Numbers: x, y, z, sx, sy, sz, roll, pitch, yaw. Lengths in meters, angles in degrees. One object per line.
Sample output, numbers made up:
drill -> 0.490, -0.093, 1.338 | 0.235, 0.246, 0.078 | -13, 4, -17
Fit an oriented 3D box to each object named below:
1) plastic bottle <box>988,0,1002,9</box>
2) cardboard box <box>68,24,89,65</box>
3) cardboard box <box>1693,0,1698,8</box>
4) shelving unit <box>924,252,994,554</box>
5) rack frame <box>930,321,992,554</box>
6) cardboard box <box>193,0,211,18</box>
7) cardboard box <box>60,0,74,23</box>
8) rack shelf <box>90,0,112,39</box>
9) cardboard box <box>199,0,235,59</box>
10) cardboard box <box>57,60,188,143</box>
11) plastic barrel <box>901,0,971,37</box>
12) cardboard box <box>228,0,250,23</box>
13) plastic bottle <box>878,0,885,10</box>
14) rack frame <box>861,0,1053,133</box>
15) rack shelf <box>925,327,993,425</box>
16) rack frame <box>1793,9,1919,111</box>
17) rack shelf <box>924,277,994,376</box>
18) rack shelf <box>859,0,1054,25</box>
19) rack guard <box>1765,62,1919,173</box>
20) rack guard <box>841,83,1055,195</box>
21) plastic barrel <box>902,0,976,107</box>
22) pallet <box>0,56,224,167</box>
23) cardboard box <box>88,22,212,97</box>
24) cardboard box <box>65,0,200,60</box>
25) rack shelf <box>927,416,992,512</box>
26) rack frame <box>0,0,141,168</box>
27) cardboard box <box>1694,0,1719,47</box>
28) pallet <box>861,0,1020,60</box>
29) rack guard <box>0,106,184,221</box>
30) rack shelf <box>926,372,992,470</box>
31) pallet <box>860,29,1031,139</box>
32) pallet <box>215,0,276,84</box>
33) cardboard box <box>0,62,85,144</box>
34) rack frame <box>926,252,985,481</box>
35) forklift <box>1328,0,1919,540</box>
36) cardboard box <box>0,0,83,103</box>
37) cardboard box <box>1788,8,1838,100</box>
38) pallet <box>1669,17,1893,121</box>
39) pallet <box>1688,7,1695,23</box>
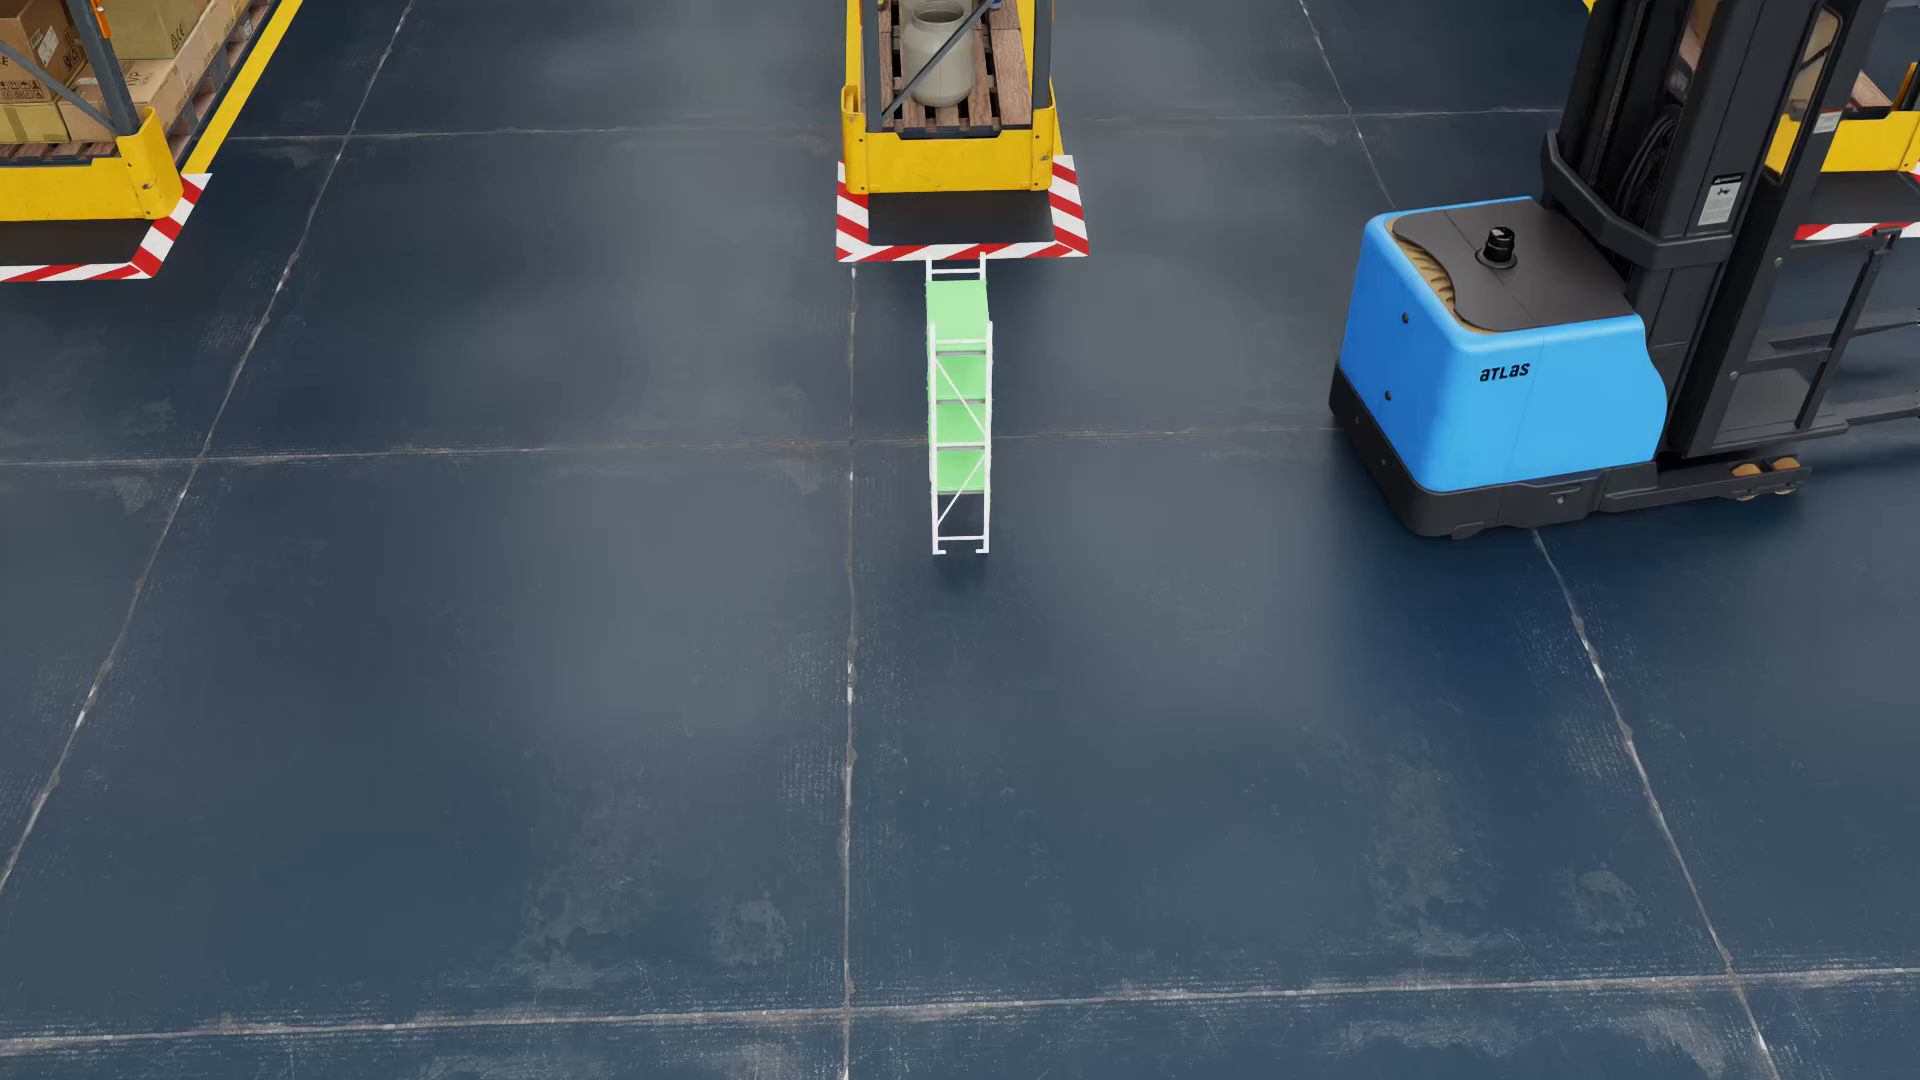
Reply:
plastic bottle -> 0.218, -3.525, 10.569 | 0.097, 0.271, 0.097 | 0, 43, 0
cardboard box -> -5.317, -2.828, 9.839 | 0.500, 0.250, 0.500 | -2, 43, -2
cardboard box -> 4.855, -3.759, 10.670 | 0.500, 0.500, 0.500 | 2, 43, 2
shelving unit -> -0.007, -0.554, 6.966 | 0.258, 1.200, 0.503 | -2, 43, -2
rack frame -> 0.003, -0.389, 6.787 | 0.240, 1.200, 0.015 | -2, 43, -2
cardboard box -> -4.823, -3.457, 9.970 | 0.500, 0.500, 0.500 | -2, 43, -2
cardboard box -> -5.343, -3.442, 9.954 | 0.500, 0.500, 0.500 | -2, 43, -2
rack shelf -> -5.050, -4.081, 10.015 | 1.077, 0.370, 4.000 | -2, 43, -2
cardboard box -> -4.812, -3.181, 10.224 | 0.500, 0.250, 0.500 | -2, 43, -2
cardboard box -> -4.766, -2.506, 9.488 | 0.500, 0.250, 0.500 | -2, 43, -2
plastic barrel -> -0.142, -3.154, 10.001 | 0.421, 0.512, 0.421 | 0, 43, 0
cardboard box -> -4.828, -3.518, 10.593 | 0.500, 0.250, 0.500 | -2, 43, -2
plastic bottle -> -0.532, -3.494, 10.587 | 0.097, 0.201, 0.097 | 0, 43, 0
rack frame -> -0.016, -3.136, 8.451 | 1.000, 3.000, 0.127 | -2, 43, -2
rack shelf -> -0.007, -0.684, 6.847 | 0.258, 0.148, 0.480 | -2, 43, -2
rack frame -> 4.932, -3.278, 8.606 | 1.000, 3.000, 0.127 | -2, 43, -2
rack shelf -> -0.007, -0.861, 6.685 | 0.258, 0.148, 0.480 | -2, 43, -2
rack shelf -> -0.101, -4.221, 10.167 | 1.077, 0.370, 4.000 | -2, 43, -2
rack guard -> 4.929, -2.408, 9.507 | 1.175, 0.500, 0.348 | -2, 43, -2
rack guard -> -0.067, -2.264, 9.350 | 1.175, 0.500, 0.348 | -2, 43, -2
plastic barrel -> -0.121, -2.815, 9.632 | 0.421, 0.512, 0.421 | 0, 43, 0
pallet -> -5.040, -2.483, 9.803 | 1.003, 0.211, 1.213 | -2, 43, -2
cardboard box -> -4.791, -2.843, 9.856 | 0.500, 0.250, 0.500 | -2, 43, -2
cardboard box -> -4.789, -3.120, 9.603 | 0.500, 0.500, 0.500 | -2, 43, -2
rack shelf -> -0.007, -0.330, 7.172 | 0.258, 0.148, 0.480 | -2, 43, -2
rack frame -> -4.965, -2.996, 8.299 | 1.000, 3.000, 0.127 | -2, 43, -2
cardboard box -> 4.863, -3.336, 10.208 | 0.500, 0.500, 0.500 | 9, 43, 9
pallet -> -0.145, -3.528, 10.943 | 1.003, 0.211, 1.213 | -2, 43, -2
rack guard -> -4.964, -2.058, 9.126 | 1.175, 0.500, 0.348 | -2, 43, -2
rack shelf -> -0.007, -0.507, 7.010 | 0.258, 0.148, 0.480 | -2, 43, -2
pallet -> -0.096, -2.706, 10.046 | 1.003, 0.211, 1.213 | -2, 43, -2
pallet -> -5.088, -3.305, 10.699 | 1.003, 0.211, 1.213 | -2, 43, -2
cardboard box -> -5.283, -2.491, 9.472 | 0.500, 0.250, 0.500 | -2, 43, -2
rack frame -> -0.017, -0.719, 7.146 | 0.240, 1.200, 0.015 | -2, 43, -2
forklift -> 3.310, -1.598, 6.824 | 3.031, 2.935, 1.130 | -9, 43, -9
cardboard box -> -5.285, -2.767, 9.218 | 0.500, 0.500, 0.500 | -2, 43, -2
cardboard box -> 4.922, -2.933, 9.769 | 0.500, 0.500, 0.500 | 6, 43, 6
pallet -> 4.930, -2.851, 10.204 | 1.003, 0.211, 1.213 | -2, 43, -2
pallet -> 4.881, -3.672, 11.100 | 1.003, 0.211, 1.213 | -2, 43, -2
